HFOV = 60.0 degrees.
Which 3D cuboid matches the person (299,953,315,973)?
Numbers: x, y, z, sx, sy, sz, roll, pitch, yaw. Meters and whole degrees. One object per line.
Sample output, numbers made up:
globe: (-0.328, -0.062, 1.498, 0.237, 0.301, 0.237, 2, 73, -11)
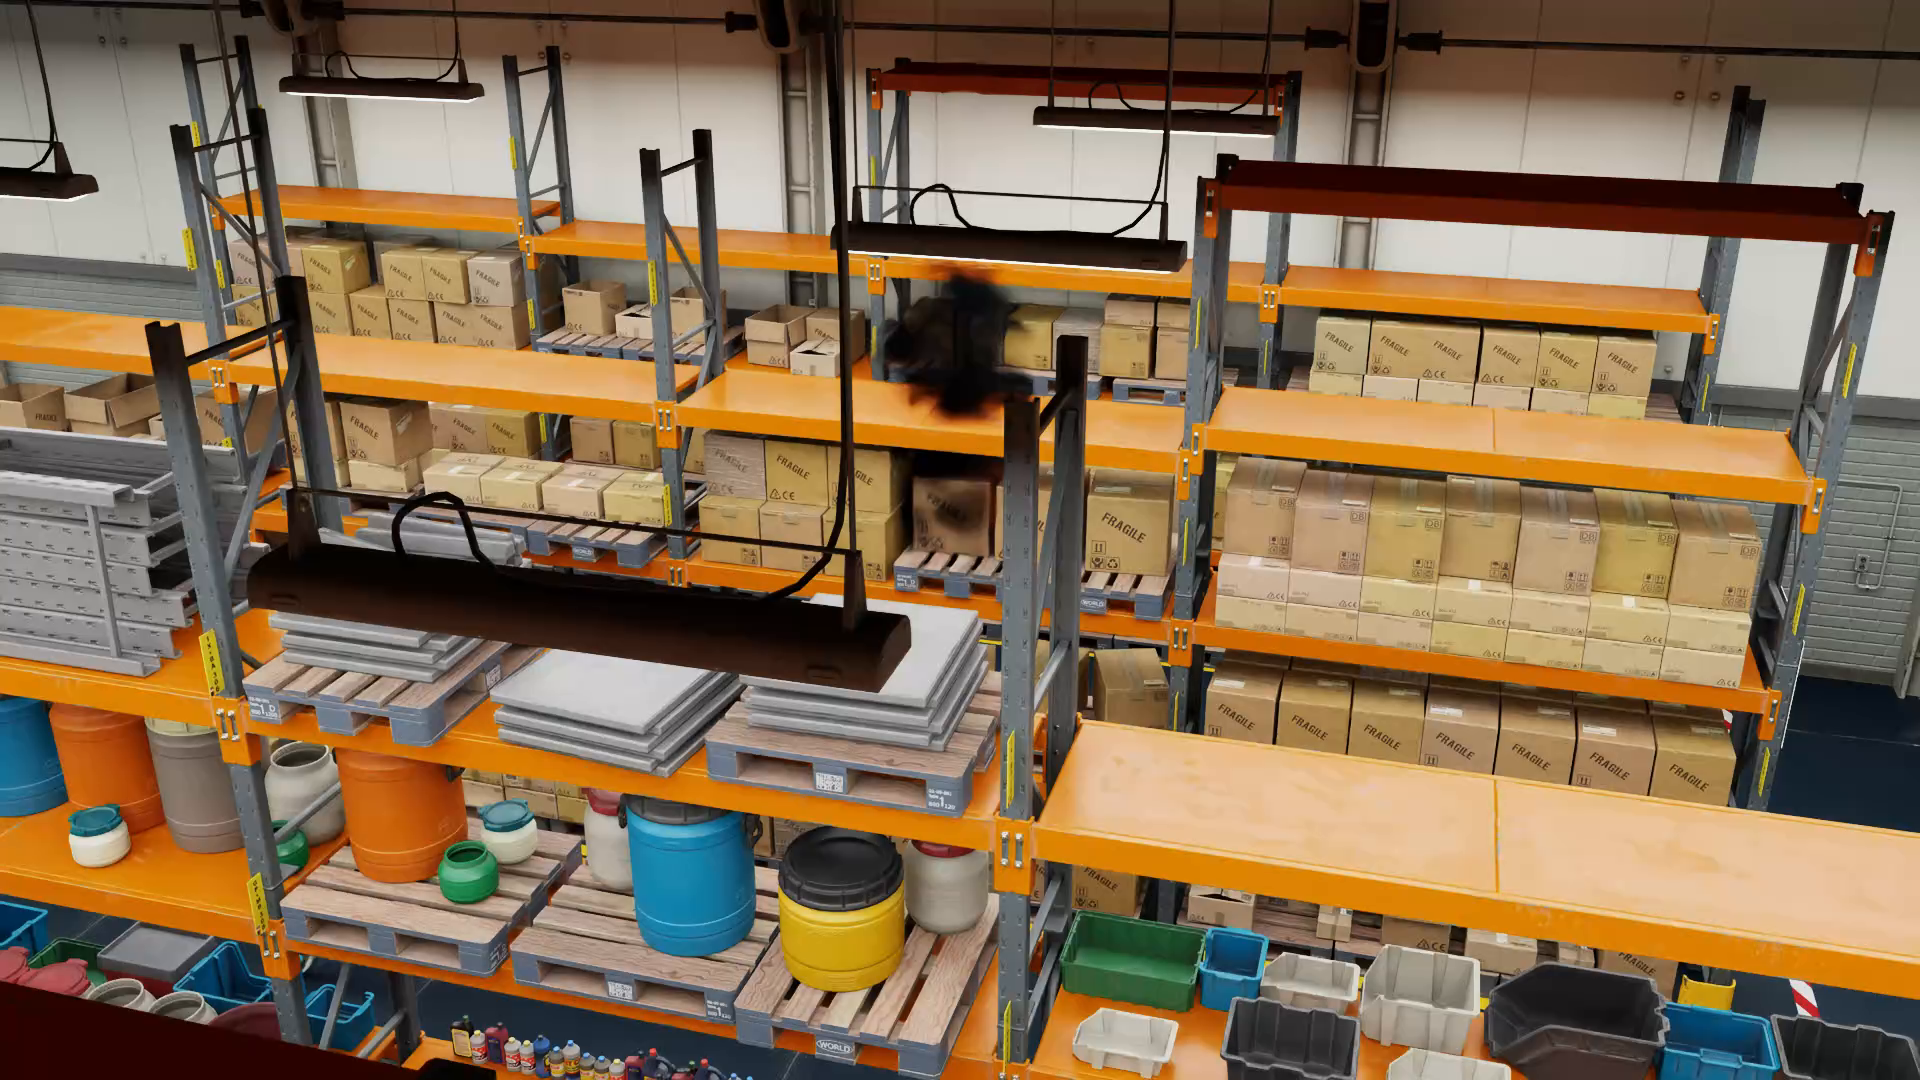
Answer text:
person: (-5.121, 2.601, 12.490, 0.559, 1.550, 0.532, 3, 23, 8)
